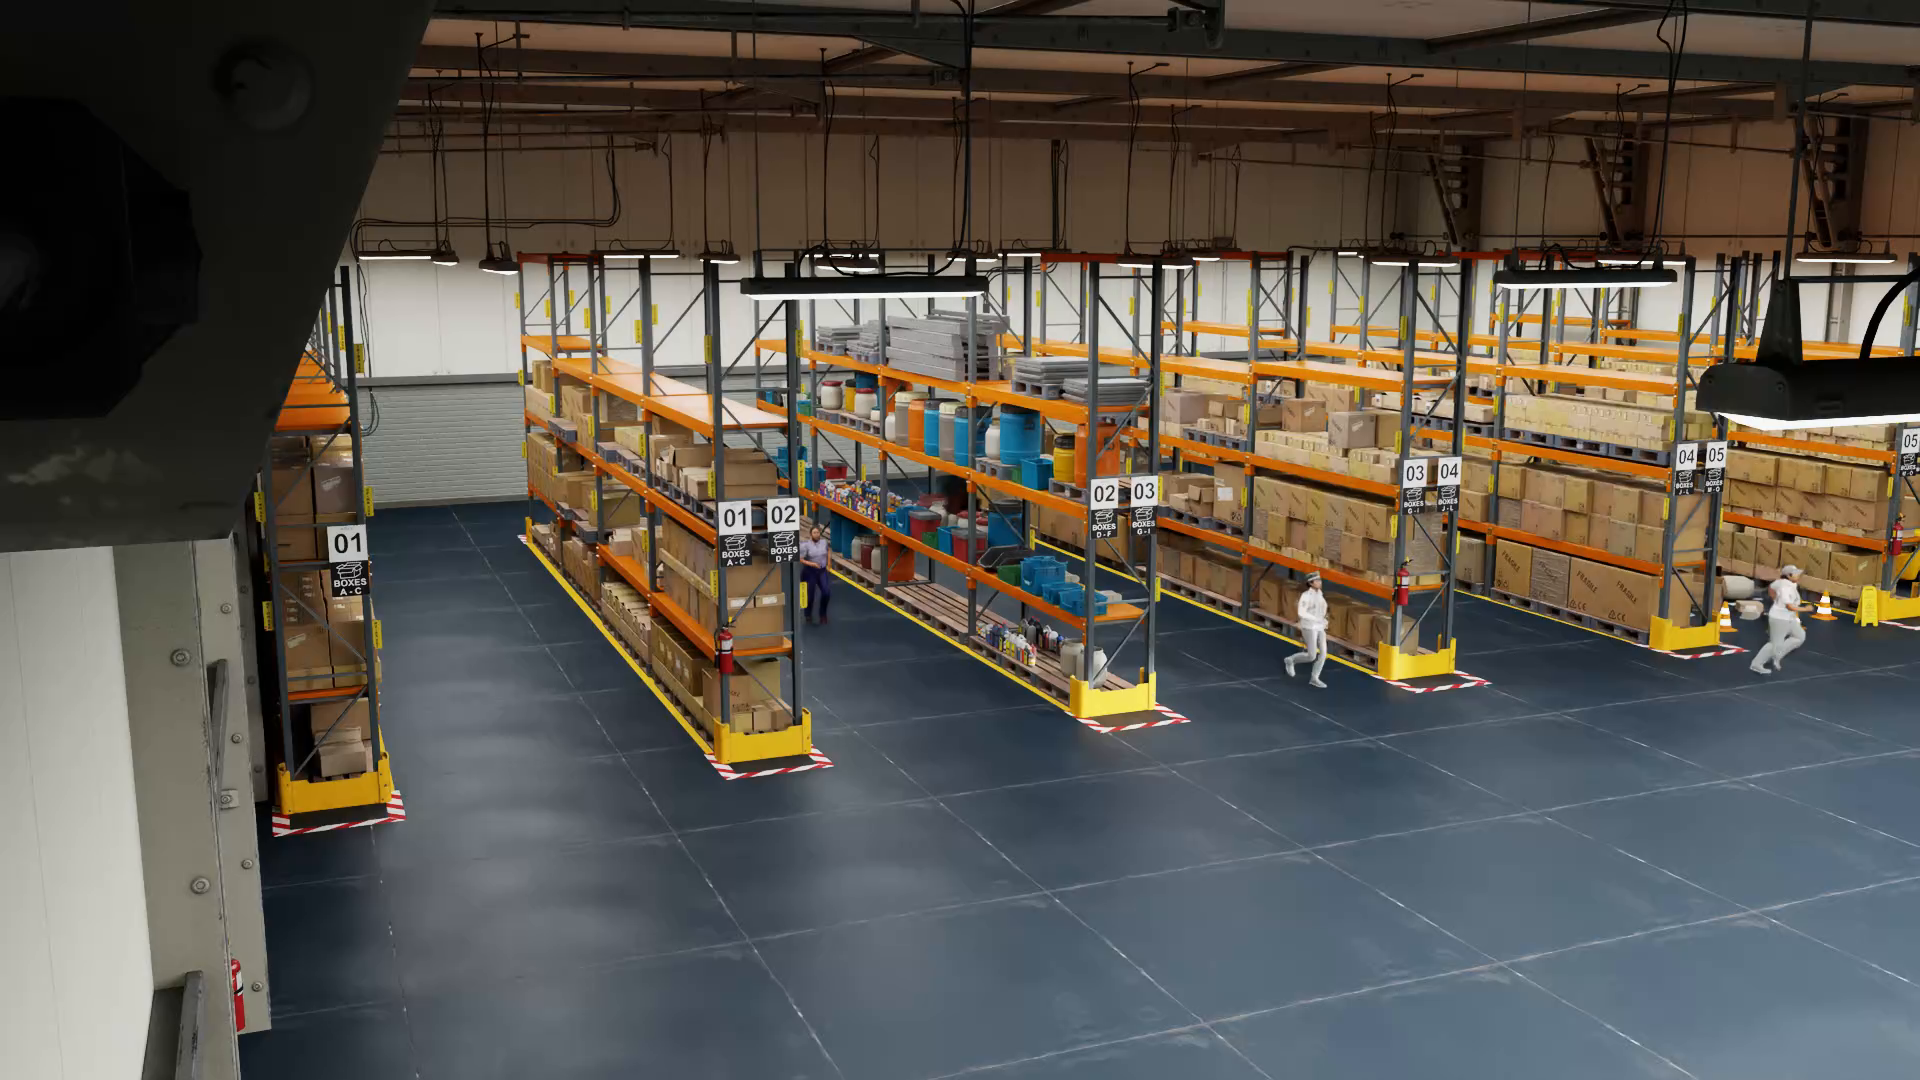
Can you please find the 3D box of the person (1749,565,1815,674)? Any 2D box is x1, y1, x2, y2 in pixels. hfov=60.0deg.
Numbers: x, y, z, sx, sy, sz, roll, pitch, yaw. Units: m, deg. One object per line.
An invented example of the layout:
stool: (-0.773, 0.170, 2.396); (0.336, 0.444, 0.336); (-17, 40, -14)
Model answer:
person: (11.986, 1.145, 24.194); (0.787, 1.622, 0.625); (5, 12, 27)

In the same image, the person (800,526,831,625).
person: (-2.349, 0.645, 27.318); (0.619, 1.605, 0.673); (-5, 11, -24)

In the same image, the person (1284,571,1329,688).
person: (4.978, 1.240, 23.640); (0.684, 1.663, 0.619); (10, 14, 43)
